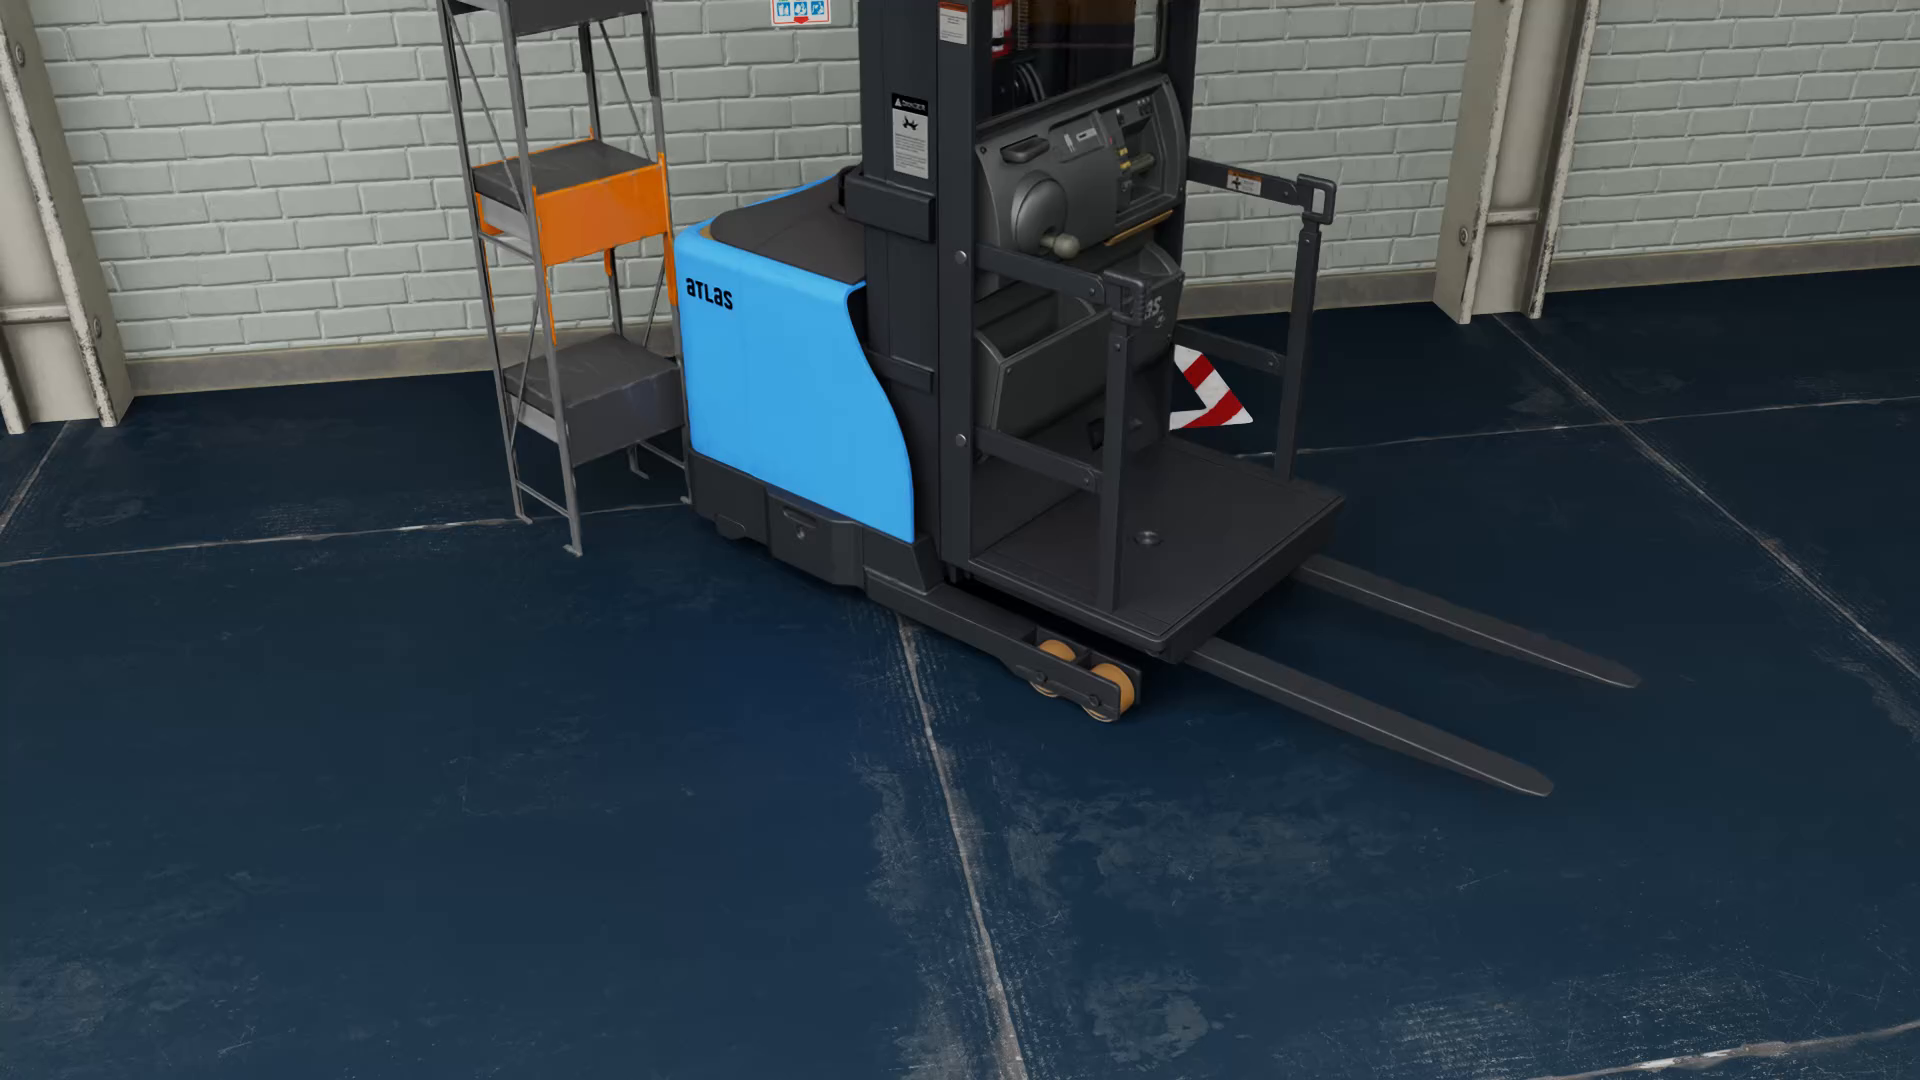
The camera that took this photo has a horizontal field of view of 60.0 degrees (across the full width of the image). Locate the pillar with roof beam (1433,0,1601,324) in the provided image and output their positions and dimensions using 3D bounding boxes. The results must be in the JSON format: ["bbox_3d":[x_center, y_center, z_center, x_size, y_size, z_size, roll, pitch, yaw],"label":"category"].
[{"bbox_3d":[3.155,-2.786,1.609,0.400,9.000,9.100,-5,31,-9],"label":"pillar with roof beam"}]

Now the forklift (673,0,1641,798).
[{"bbox_3d":[0.525,-1.038,4.624,3.031,2.935,1.130,23,37,33],"label":"forklift"}]

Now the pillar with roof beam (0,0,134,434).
[{"bbox_3d":[-2.747,-2.238,0.678,0.400,9.000,9.100,-5,31,-9],"label":"pillar with roof beam"}]

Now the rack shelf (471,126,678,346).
[{"bbox_3d":[-1.255,-0.995,5.398,0.480,0.518,0.431,-27,40,-37],"label":"rack shelf"}]

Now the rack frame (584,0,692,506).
[{"bbox_3d":[-1.081,-1.094,5.538,0.015,2.100,0.400,-27,40,-37],"label":"rack frame"}]

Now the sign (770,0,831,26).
[{"bbox_3d":[-0.620,-2.156,6.422,0.234,0.329,0.001,-5,31,-9],"label":"sign"}]

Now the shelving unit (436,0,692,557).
[{"bbox_3d":[-1.255,-1.007,5.391,0.503,2.100,0.431,-27,40,-37],"label":"shelving unit"}]

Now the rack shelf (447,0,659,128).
[{"bbox_3d":[-1.255,-1.598,5.043,0.480,0.518,0.431,-27,40,-37],"label":"rack shelf"}]

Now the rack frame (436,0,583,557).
[{"bbox_3d":[-1.429,-0.920,5.243,0.015,2.100,0.400,-27,40,-37],"label":"rack frame"}]

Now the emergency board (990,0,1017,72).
[{"bbox_3d":[-0.058,-2.139,6.429,0.643,1.169,0.194,-5,31,-9],"label":"emergency board"}]

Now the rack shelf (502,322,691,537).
[{"bbox_3d":[-1.255,-0.392,5.753,0.480,0.518,0.431,-27,40,-37],"label":"rack shelf"}]
